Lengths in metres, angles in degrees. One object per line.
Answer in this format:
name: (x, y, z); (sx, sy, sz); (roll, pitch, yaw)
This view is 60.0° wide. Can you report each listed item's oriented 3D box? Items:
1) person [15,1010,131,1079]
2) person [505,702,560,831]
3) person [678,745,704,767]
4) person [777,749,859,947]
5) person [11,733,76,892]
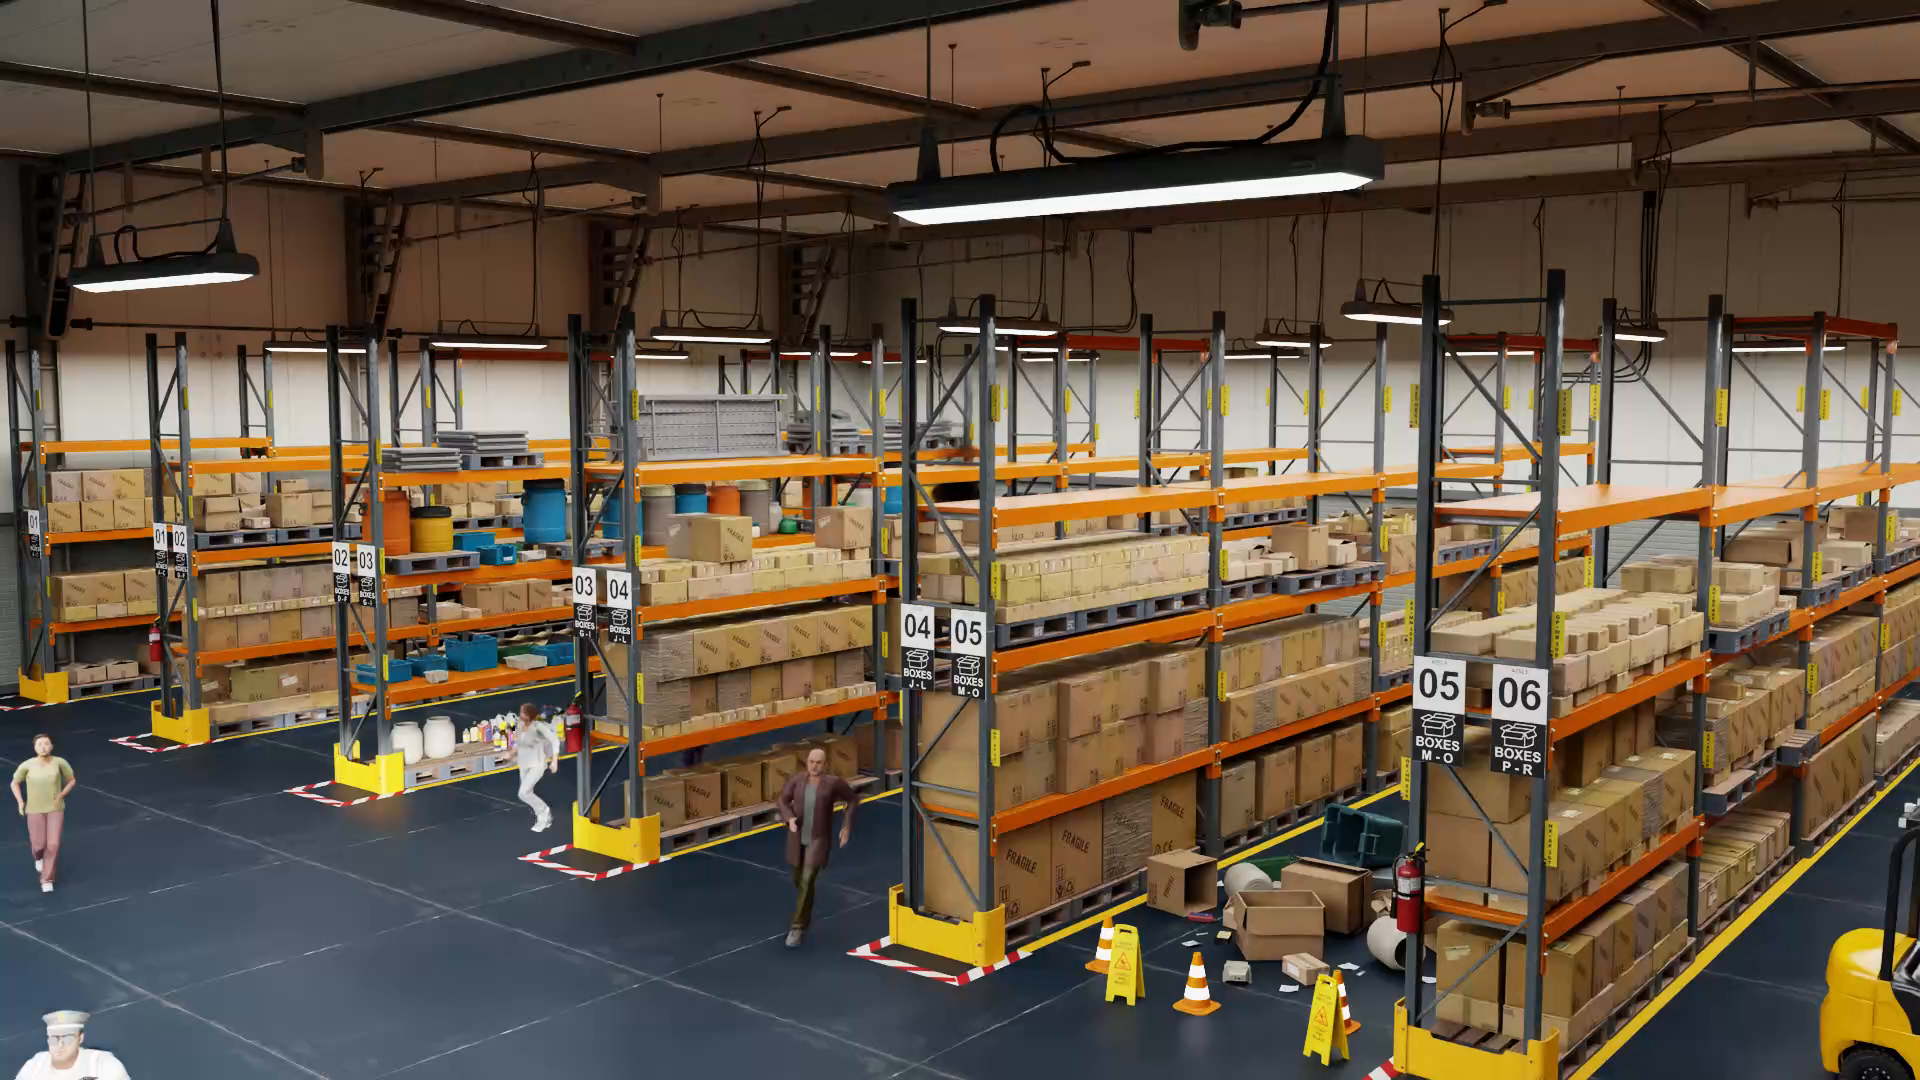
person: (-4.895, 3.456, 9.232); (0.636, 1.826, 0.851); (-2, 5, -20)
person: (-4.986, 2.654, 19.348); (0.562, 1.552, 0.627); (3, 6, 33)
person: (-3.503, 2.334, 21.806); (0.607, 1.605, 0.734); (2, 6, 25)
person: (-1.371, 2.856, 15.756); (0.763, 1.776, 0.977); (1, 5, 15)
person: (-9.492, 2.804, 17.258); (0.596, 1.624, 0.583); (-3, 6, -32)
